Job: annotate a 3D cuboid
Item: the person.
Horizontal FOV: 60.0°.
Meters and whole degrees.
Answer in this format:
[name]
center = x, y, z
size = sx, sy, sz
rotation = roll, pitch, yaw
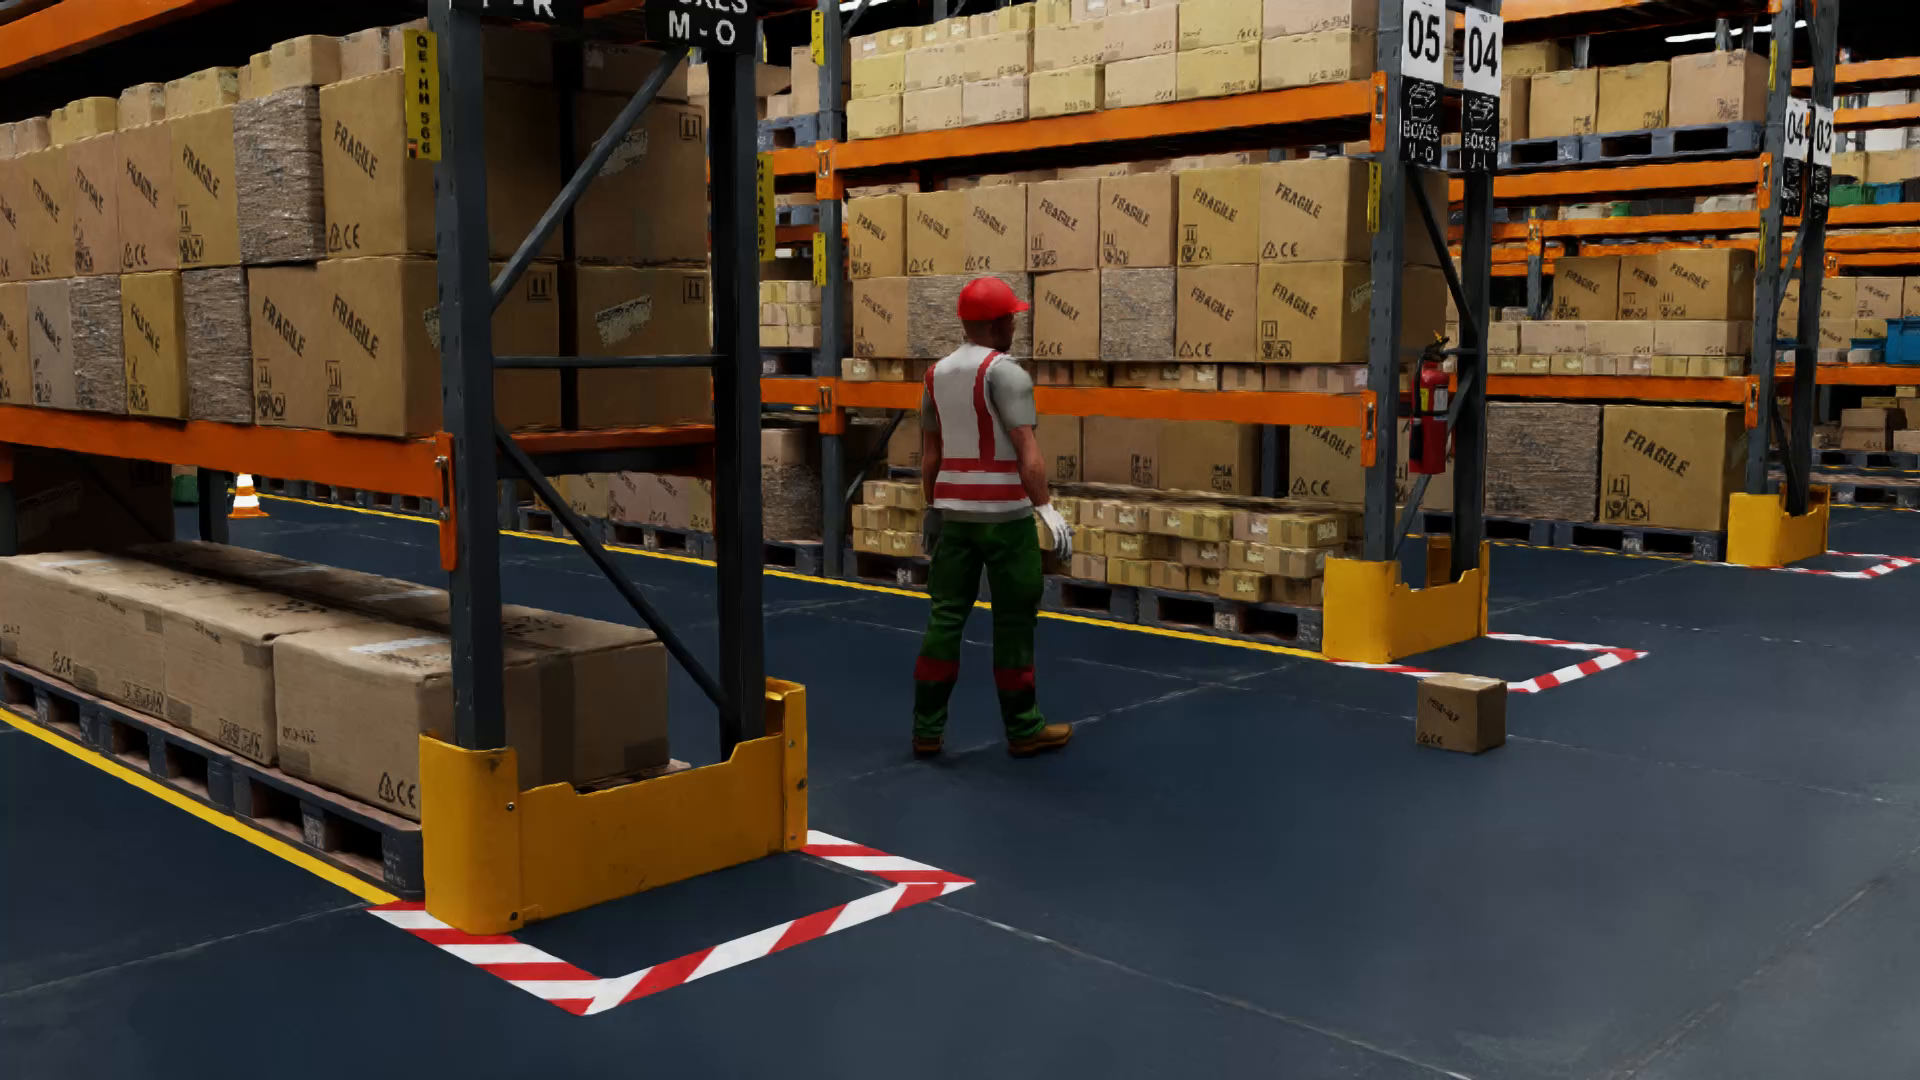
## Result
[person]
center = 0.145, -0.084, 6.238
size = 0.725, 1.792, 0.575
rotation = 7, 10, 44
